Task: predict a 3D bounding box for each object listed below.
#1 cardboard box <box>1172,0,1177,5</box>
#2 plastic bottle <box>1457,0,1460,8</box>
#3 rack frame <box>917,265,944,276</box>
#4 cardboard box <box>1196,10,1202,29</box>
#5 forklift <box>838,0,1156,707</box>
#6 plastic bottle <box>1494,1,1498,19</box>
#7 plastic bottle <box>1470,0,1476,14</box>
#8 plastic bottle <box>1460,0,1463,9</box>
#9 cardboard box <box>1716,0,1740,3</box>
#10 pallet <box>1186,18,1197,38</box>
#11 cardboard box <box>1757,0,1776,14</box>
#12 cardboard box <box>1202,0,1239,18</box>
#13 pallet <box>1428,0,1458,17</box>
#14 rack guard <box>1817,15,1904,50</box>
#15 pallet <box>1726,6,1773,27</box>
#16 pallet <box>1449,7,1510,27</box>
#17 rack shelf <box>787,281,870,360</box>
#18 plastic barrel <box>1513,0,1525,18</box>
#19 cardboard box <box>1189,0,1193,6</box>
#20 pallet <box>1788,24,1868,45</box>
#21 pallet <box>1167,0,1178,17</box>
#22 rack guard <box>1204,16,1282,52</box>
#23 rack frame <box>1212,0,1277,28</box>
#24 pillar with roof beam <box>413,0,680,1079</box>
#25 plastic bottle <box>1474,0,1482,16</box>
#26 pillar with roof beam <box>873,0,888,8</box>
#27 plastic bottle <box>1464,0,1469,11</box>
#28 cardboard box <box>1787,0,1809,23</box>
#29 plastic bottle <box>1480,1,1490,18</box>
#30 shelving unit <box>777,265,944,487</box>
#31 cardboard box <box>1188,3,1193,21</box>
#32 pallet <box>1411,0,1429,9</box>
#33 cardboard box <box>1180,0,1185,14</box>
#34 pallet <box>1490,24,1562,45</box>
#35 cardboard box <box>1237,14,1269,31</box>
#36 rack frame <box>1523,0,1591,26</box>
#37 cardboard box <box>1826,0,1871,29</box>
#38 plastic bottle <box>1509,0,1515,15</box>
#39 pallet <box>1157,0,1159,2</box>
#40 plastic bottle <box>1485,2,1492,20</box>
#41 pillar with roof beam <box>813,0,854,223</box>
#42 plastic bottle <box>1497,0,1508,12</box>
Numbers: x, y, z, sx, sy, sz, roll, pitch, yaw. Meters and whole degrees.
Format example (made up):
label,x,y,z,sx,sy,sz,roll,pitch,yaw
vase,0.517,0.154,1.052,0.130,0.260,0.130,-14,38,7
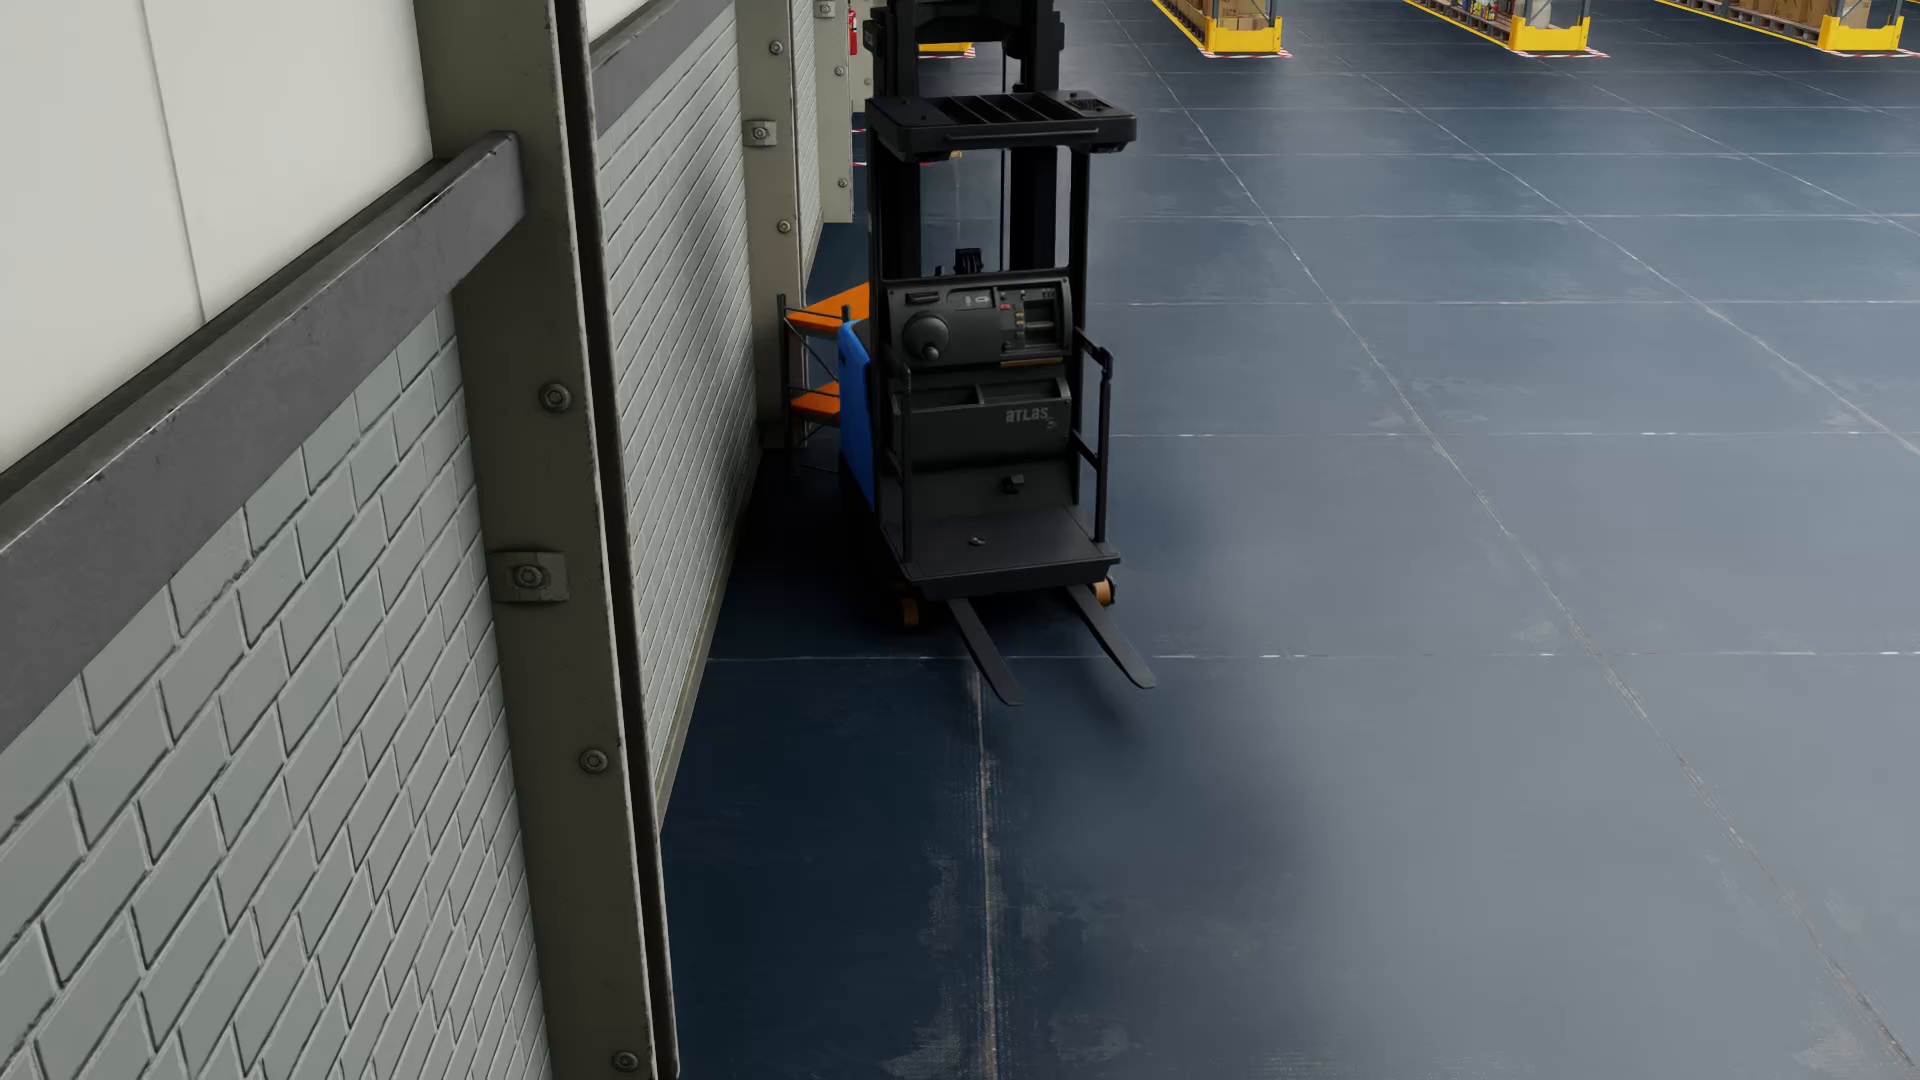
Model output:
label,x,y,z,sx,sy,sz,roll,pitch,yaw
cardboard box,4.159,-9.945,30.425,0.500,0.250,0.500,0,24,-1
plastic bottle,8.972,-9.681,29.793,0.097,0.271,0.097,0,24,0
rack frame,-0.322,-1.230,10.604,0.500,1.125,0.032,14,28,28
cardboard box,4.178,-8.553,27.347,0.500,0.250,0.500,0,24,-1
forklift,0.157,-1.060,8.037,1.130,2.935,3.031,-6,25,-13
plastic bottle,9.123,-9.031,28.341,0.061,0.283,0.133,0,24,-1
plastic bottle,8.963,-9.340,29.023,0.061,0.283,0.133,1,24,2
plastic bottle,8.974,-9.566,29.622,0.097,0.201,0.097,0,24,0
cardboard box,14.374,-10.194,30.650,0.700,0.500,0.500,-2,24,-5
pallet,4.437,-8.734,28.306,1.003,0.211,1.213,0,24,-1
cardboard box,14.338,-9.531,29.207,0.500,0.500,0.500,8,25,16
cardboard box,4.194,-8.688,26.737,0.500,0.500,0.500,0,24,-1
pallet,9.359,-9.910,30.906,1.003,0.211,1.213,0,24,-1
rack guard,14.402,-8.124,26.606,1.175,0.500,0.348,0,24,-1
pallet,14.402,-9.333,29.629,1.003,0.211,1.213,0,24,-1
pallet,9.372,-9.310,29.579,1.003,0.211,1.213,0,24,-1
rack shelf,-0.584,-1.317,10.087,0.538,0.278,1.000,14,28,28
plastic barrel,9.361,-8.744,27.454,0.421,0.512,0.421,0,24,0
cardboard box,4.164,-9.306,28.104,0.500,0.500,0.500,0,24,-1
pallet,14.429,-8.327,27.406,1.003,0.211,1.213,0,24,-1
pallet,4.407,-9.870,30.816,1.003,0.211,1.213,0,24,-1
rack guard,4.498,-8.040,26.419,1.175,0.500,0.348,0,24,-1
rack frame,4.497,-9.188,25.926,1.000,3.000,0.127,0,24,-1
pillar with roof beam,3.238,-2.312,3.443,9.100,9.000,0.400,0,24,-1
plastic bottle,9.007,-9.264,28.773,0.144,0.351,0.185,0,24,-1
pillar with roof beam,2.976,-12.202,25.309,9.100,9.000,0.400,0,24,-1
plastic bottle,9.001,-9.516,29.332,0.144,0.351,0.185,0,24,1
cardboard box,14.384,-9.045,28.134,0.500,0.500,0.500,2,24,4
plastic bottle,9.015,-9.085,28.468,0.152,0.276,0.135,-1,24,-2
shelving unit,-0.584,-1.050,10.207,0.538,1.125,1.048,14,28,28
cardboard box,4.168,-8.965,28.258,0.500,0.250,0.500,0,24,-1
pallet,9.343,-10.414,32.020,1.003,0.211,1.213,0,24,-1
cardboard box,4.156,-9.377,29.169,0.500,0.250,0.500,0,24,-1
pallet,9.399,-8.305,27.356,1.003,0.211,1.213,0,24,-1
cardboard box,4.714,-8.349,26.897,0.500,0.250,0.500,0,24,-1
rack frame,9.450,-9.209,25.972,1.000,3.000,0.127,0,24,-1
cardboard box,14.413,-8.541,27.019,0.500,0.500,0.500,4,25,9
plastic bottle,9.599,-9.276,28.883,0.061,0.283,0.133,0,24,-1
pallet,4.380,-10.875,33.039,1.003,0.211,1.213,0,24,-1
plastic bottle,8.972,-8.975,28.216,0.061,0.283,0.133,0,24,1
pillar with roof beam,3.107,-7.257,14.376,9.100,9.000,0.400,0,24,-1
plastic bottle,9.556,-9.463,29.304,0.152,0.276,0.135,0,24,-1
